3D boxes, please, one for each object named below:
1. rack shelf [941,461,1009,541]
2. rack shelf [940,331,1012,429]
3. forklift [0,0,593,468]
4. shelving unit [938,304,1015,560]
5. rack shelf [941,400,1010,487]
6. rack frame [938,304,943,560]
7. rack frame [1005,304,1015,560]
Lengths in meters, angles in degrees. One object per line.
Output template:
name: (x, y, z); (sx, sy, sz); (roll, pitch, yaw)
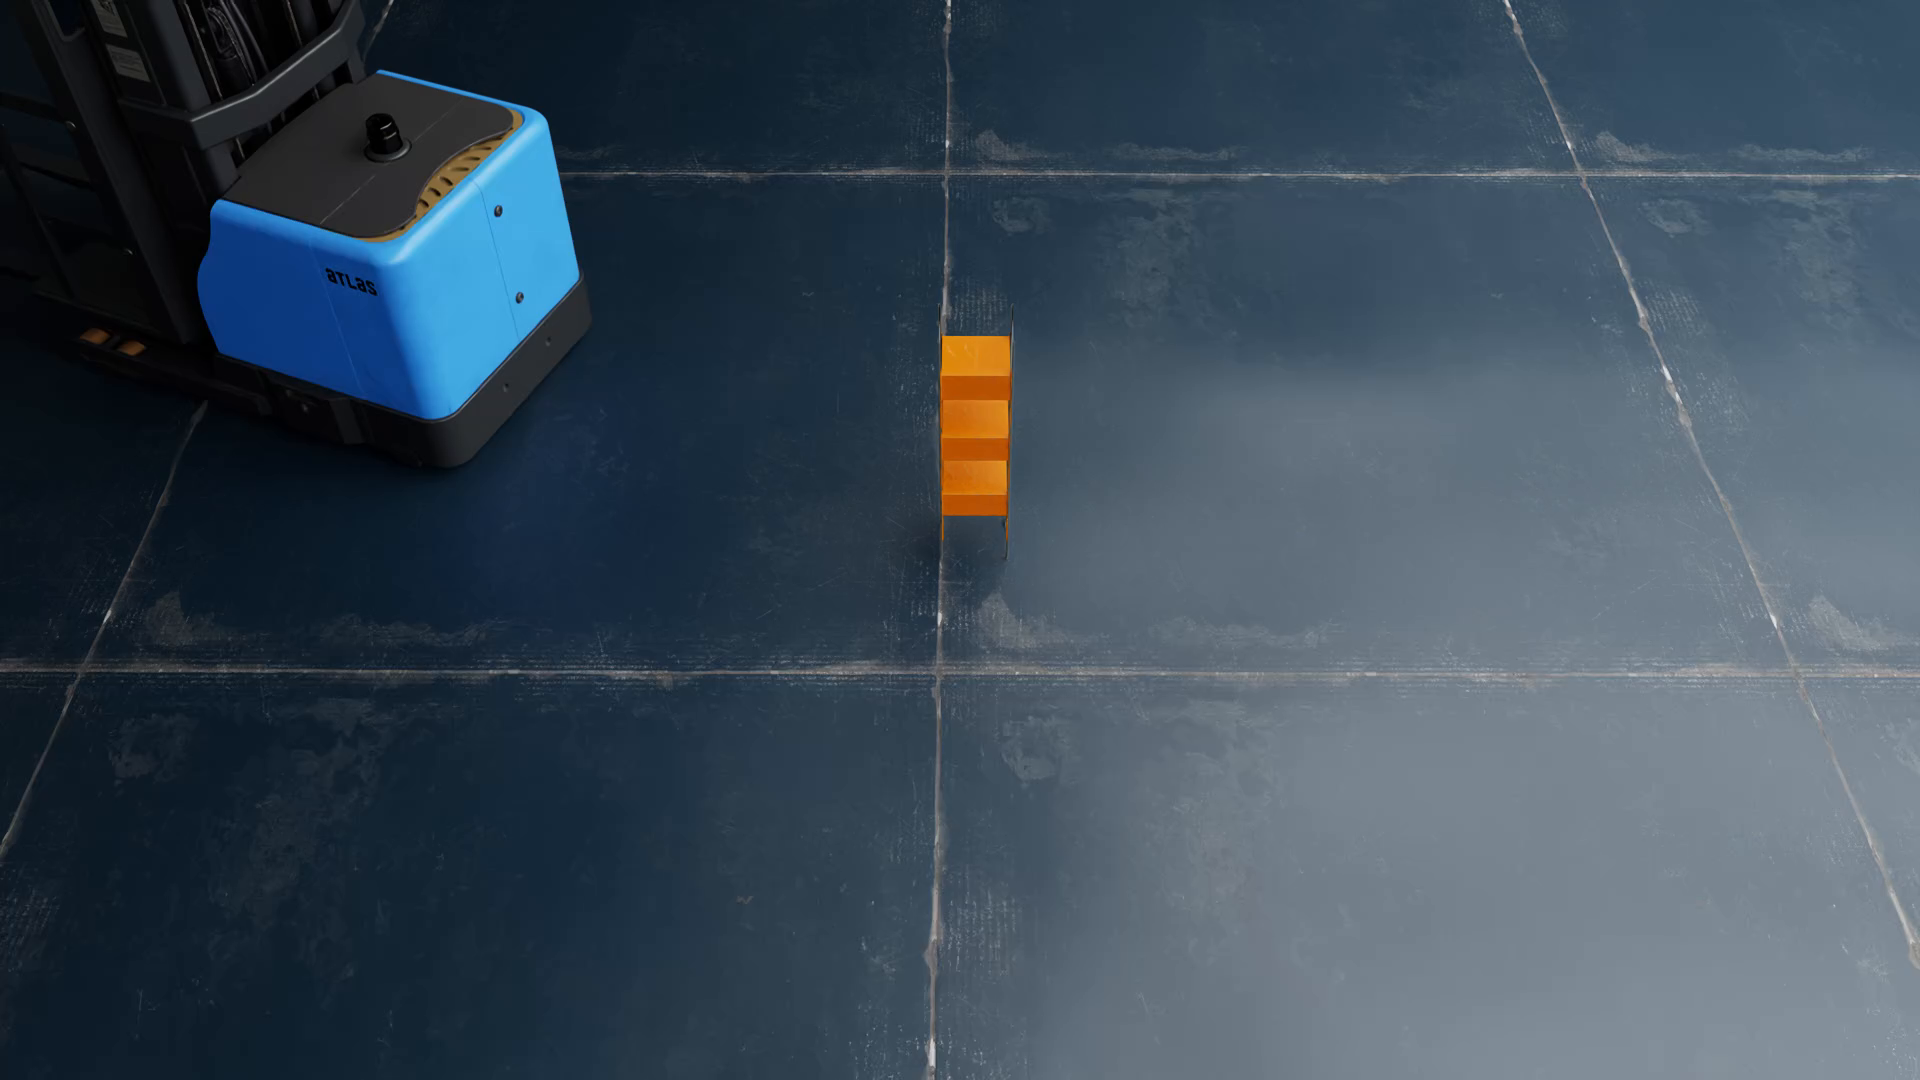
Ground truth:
rack shelf: (0.054, -0.161, 6.077); (0.240, 0.259, 0.215); (0, 47, 0)
rack shelf: (0.053, -0.544, 5.666); (0.240, 0.259, 0.215); (0, 47, 0)
forklift: (-3.114, -1.993, 6.103); (3.031, 2.935, 1.130); (17, 49, 16)
shelving unit: (0.053, -0.358, 5.866); (0.252, 1.050, 0.215); (0, 47, 0)
rack shelf: (0.053, -0.350, 5.873); (0.240, 0.259, 0.215); (0, 47, 0)
rack frame: (-0.069, -0.358, 5.866); (0.008, 1.050, 0.200); (0, 47, 0)
rack frame: (0.175, -0.357, 5.865); (0.008, 1.050, 0.200); (0, 47, 0)
